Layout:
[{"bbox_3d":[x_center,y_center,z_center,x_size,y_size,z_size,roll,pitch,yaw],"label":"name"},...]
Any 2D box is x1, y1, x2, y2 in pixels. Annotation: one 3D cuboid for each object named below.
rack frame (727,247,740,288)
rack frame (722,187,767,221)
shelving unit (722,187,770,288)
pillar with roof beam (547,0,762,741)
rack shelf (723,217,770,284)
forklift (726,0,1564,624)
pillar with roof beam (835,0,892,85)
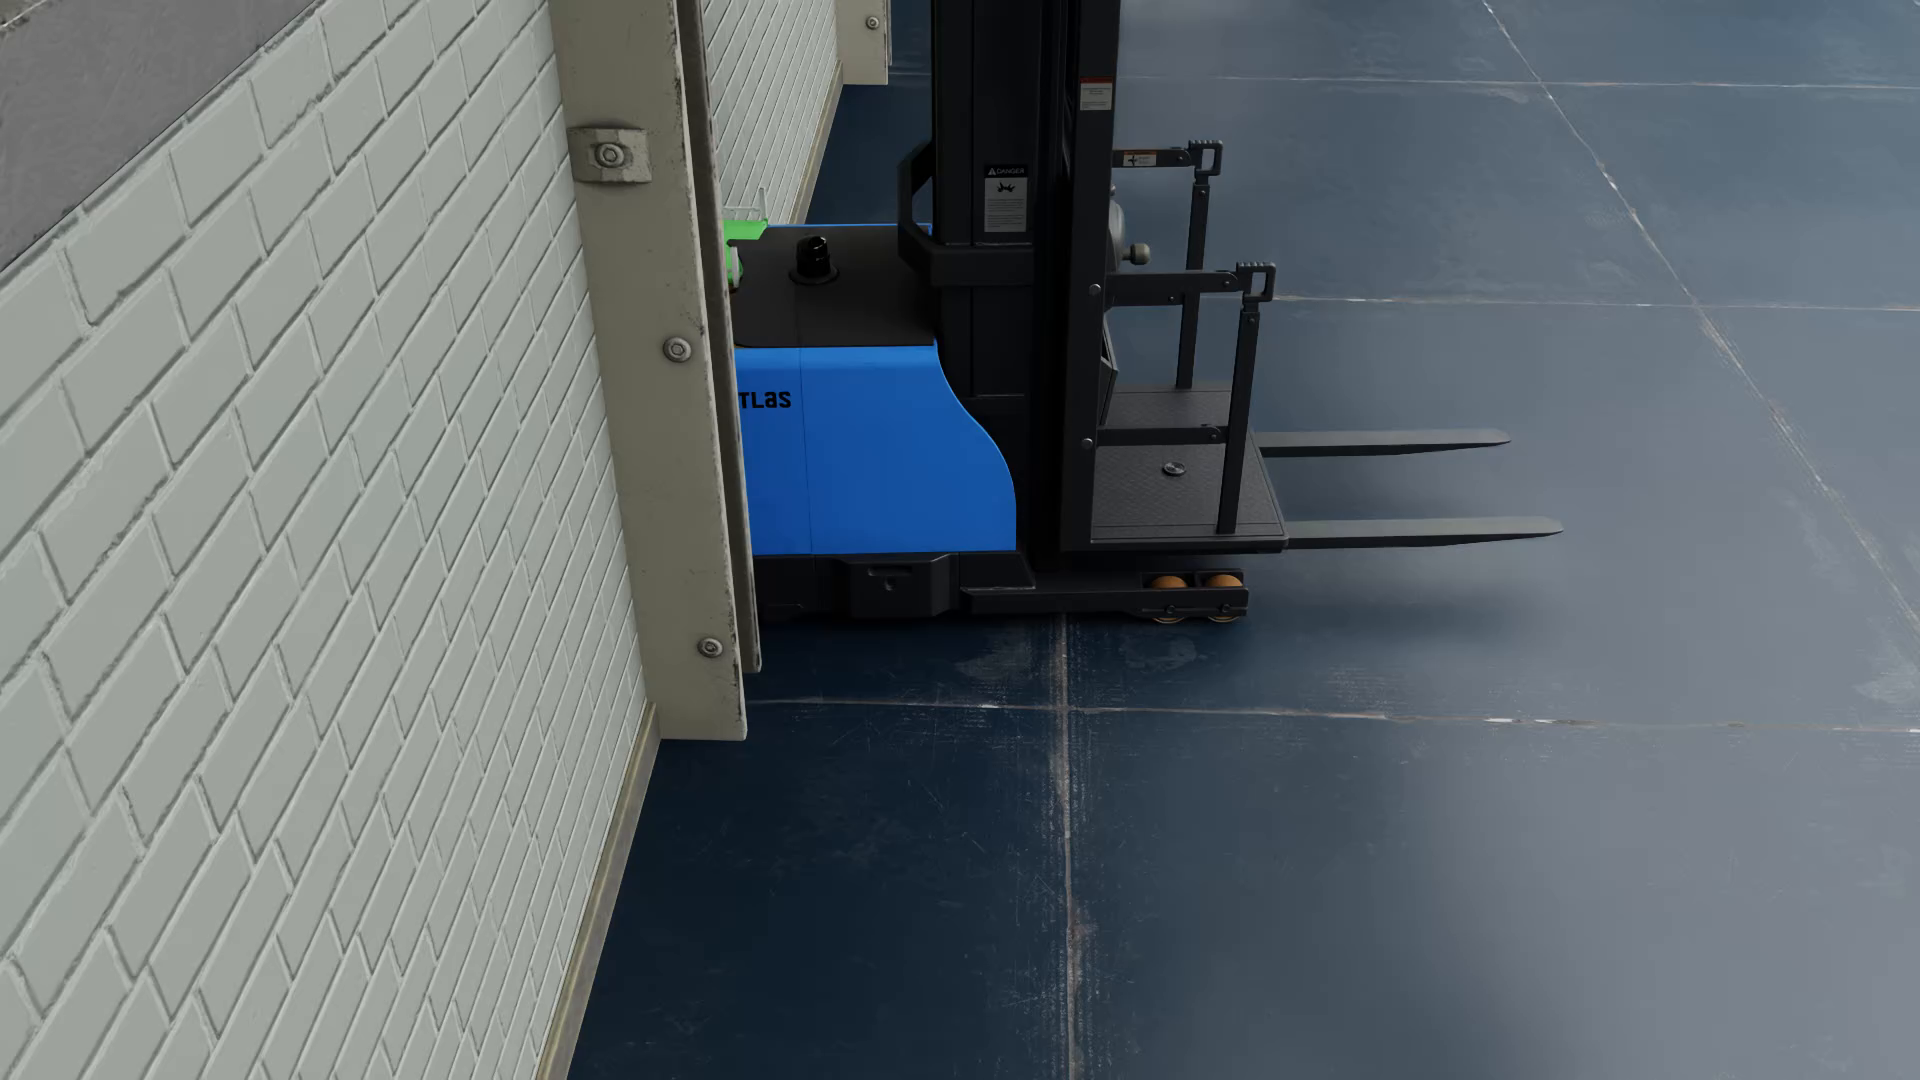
[{"bbox_3d":[-0.855,-0.487,5.882,0.240,1.200,0.015,3,36,5],"label":"rack frame"},{"bbox_3d":[-0.808,-0.769,6.278,0.240,1.200,0.015,3,36,5],"label":"rack frame"},{"bbox_3d":[-0.831,-0.628,6.080,0.258,1.200,0.503,3,36,5],"label":"shelving unit"},{"bbox_3d":[3.465,-3.056,2.773,9.100,9.000,0.400,1,35,2],"label":"pillar with roof beam"},{"bbox_3d":[-0.836,-0.967,5.839,0.258,0.148,0.480,3,36,5],"label":"rack shelf"},{"bbox_3d":[0.624,-1.212,5.425,3.031,2.935,1.130,-1,35,-2],"label":"forklift"},{"bbox_3d":[3.706,-6.504,7.678,9.100,9.000,0.400,1,35,2],"label":"pillar with roof beam"}]
